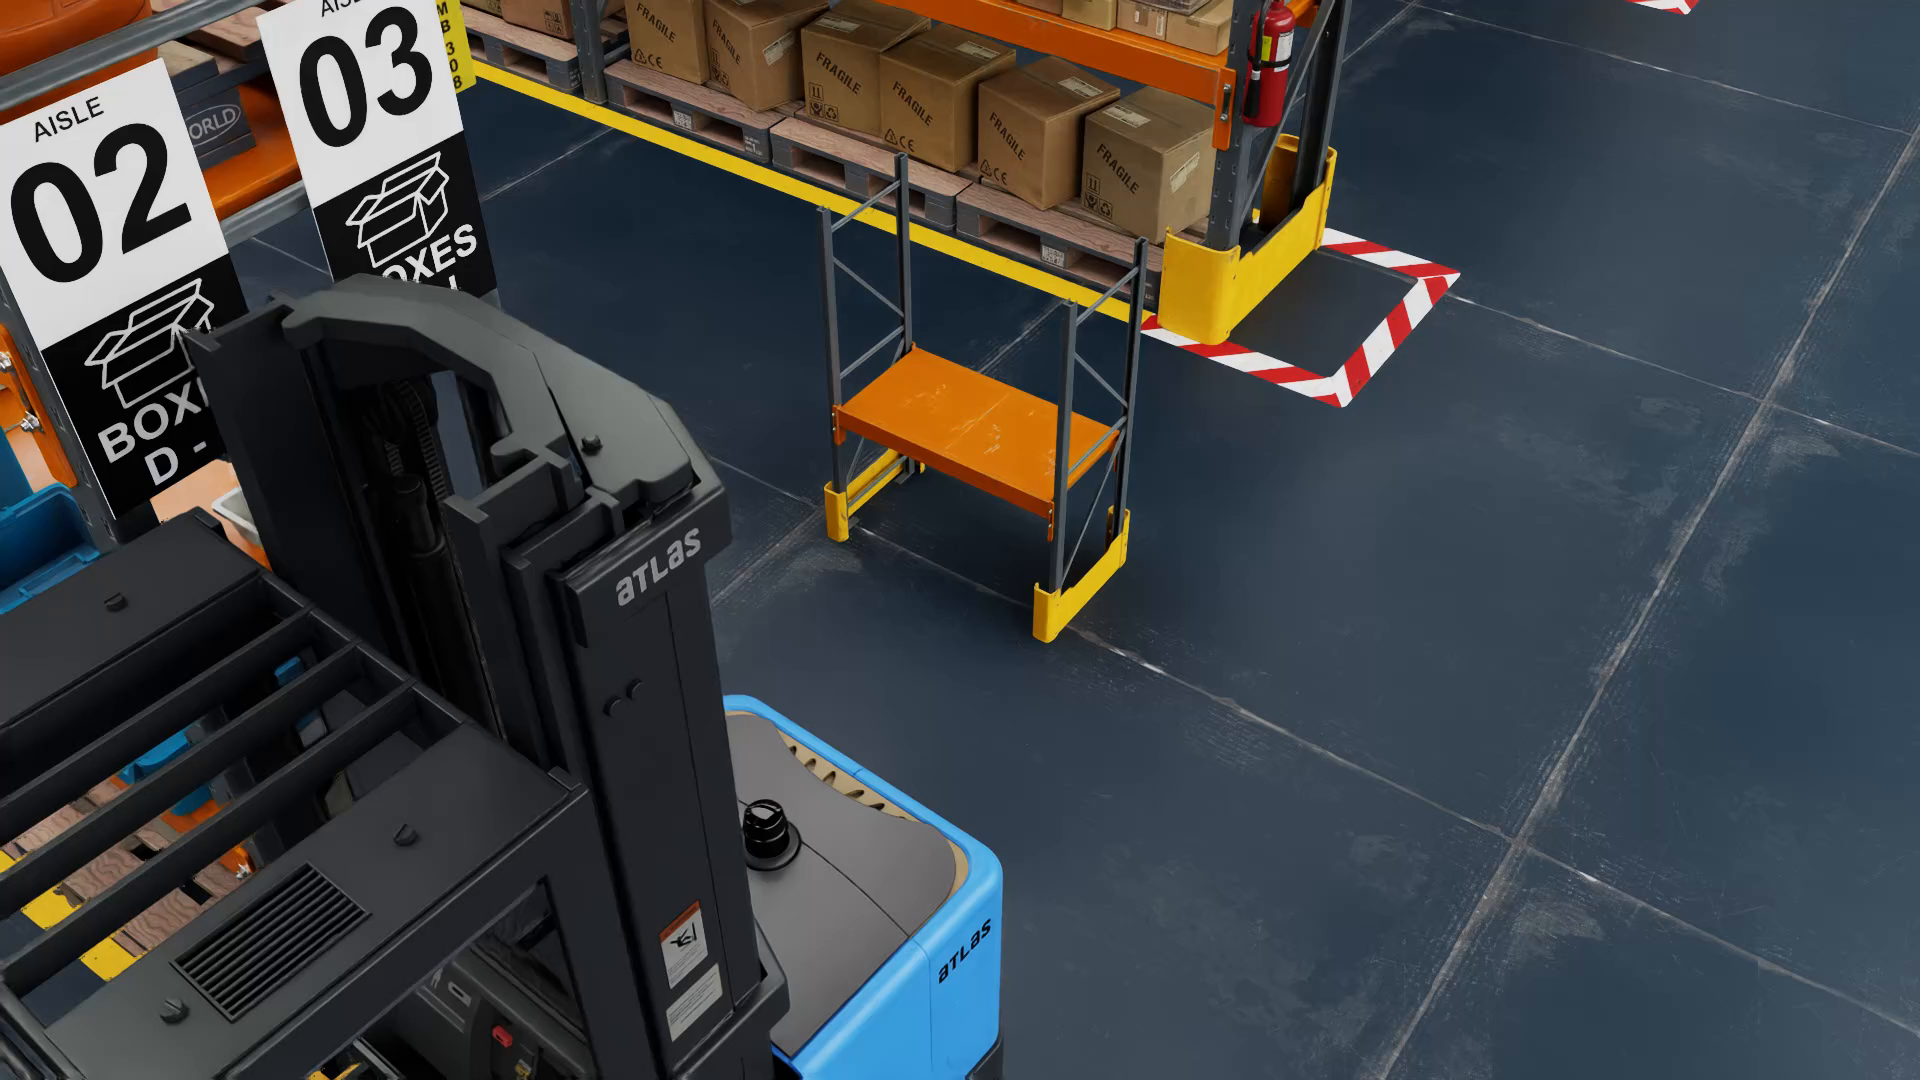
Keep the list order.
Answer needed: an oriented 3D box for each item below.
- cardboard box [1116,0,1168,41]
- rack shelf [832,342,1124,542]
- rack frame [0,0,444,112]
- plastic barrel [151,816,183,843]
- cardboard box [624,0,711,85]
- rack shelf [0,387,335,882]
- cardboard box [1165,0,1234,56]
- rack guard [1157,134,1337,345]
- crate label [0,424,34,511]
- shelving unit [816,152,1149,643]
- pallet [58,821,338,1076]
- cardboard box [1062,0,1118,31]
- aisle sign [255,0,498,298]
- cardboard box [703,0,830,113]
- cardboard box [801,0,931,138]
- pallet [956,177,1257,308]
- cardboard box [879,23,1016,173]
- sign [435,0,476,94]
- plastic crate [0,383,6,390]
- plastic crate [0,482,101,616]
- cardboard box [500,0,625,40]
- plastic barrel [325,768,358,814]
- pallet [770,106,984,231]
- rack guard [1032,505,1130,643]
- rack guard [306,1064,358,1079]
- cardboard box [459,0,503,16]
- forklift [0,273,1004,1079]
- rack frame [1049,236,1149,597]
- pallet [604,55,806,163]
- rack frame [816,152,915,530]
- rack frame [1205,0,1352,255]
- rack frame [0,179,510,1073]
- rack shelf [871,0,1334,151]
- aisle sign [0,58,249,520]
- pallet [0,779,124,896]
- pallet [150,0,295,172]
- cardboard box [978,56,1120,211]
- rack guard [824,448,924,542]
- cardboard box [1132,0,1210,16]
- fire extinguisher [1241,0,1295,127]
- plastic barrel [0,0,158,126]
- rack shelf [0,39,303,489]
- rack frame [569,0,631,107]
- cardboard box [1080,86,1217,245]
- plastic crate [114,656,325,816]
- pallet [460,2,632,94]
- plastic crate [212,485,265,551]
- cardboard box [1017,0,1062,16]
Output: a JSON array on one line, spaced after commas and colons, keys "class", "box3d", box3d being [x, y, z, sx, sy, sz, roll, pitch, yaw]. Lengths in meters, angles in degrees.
[{"class": "cardboard box", "box3d": [0.894, -2.364, 7.331, 0.250, 0.149, 0.380, 25, 48, 25]}, {"class": "rack shelf", "box3d": [0.070, -0.392, 6.333, 1.000, 0.185, 0.538, 25, 48, 25]}, {"class": "rack frame", "box3d": [-1.394, -1.897, 2.121, 0.127, 3.000, 1.000, 25, 48, 25]}, {"class": "plastic barrel", "box3d": [-2.387, 0.707, 5.261, 0.421, 0.512, 0.421, 0, 42, 0]}, {"class": "cardboard box", "box3d": [-1.520, -2.947, 9.353, 0.500, 0.500, 0.500, 24, 47, 24]}, {"class": "rack shelf", "box3d": [-3.031, -0.159, 5.217, 4.000, 0.370, 1.077, 25, 48, 25]}, {"class": "cardboard box", "box3d": [1.098, -2.268, 7.224, 0.250, 0.149, 0.380, 25, 48, 25]}, {"class": "rack guard", "box3d": [1.388, -1.463, 8.010, 0.348, 0.500, 1.175, 25, 48, 25]}, {"class": "crate label", "box3d": [-3.056, -0.231, 4.733, 0.616, 0.435, 0.502, 25, 48, 25]}, {"class": "shelving unit", "box3d": [0.062, -0.530, 6.217, 1.083, 1.500, 0.587, 25, 48, 25]}, {"class": "pallet", "box3d": [-2.145, 1.061, 5.406, 1.213, 0.211, 1.003, 25, 48, 25]}, {"class": "cardboard box", "box3d": [0.660, -2.432, 7.406, 0.250, 0.149, 0.380, 25, 48, 25]}, {"class": "aisle sign", "box3d": [-1.167, -0.762, 3.403, 0.004, 0.787, 0.394, 25, 48, 25]}, {"class": "cardboard box", "box3d": [-1.047, -2.732, 9.113, 0.500, 0.500, 0.500, -26, 48, -26]}, {"class": "cardboard box", "box3d": [-0.493, -2.537, 8.895, 0.500, 0.500, 0.500, 21, 46, 22]}, {"class": "pallet", "box3d": [0.743, -1.685, 8.475, 1.213, 0.211, 1.003, 25, 48, 25]}, {"class": "cardboard box", "box3d": [-0.062, -2.299, 8.629, 0.500, 0.500, 0.500, 30, 50, 29]}, {"class": "sign", "box3d": [-1.074, -1.081, 3.452, 0.005, 0.325, 0.100, 25, 48, 25]}, {"class": "plastic crate", "box3d": [-3.194, -0.611, 5.381, 0.437, 0.136, 0.530, 25, 48, 25]}, {"class": "plastic crate", "box3d": [-2.504, 0.114, 4.484, 0.408, 0.251, 0.499, 25, 48, 25]}, {"class": "cardboard box", "box3d": [-2.315, -3.376, 9.818, 0.500, 0.500, 0.700, 22, 46, 22]}, {"class": "plastic barrel", "box3d": [-1.976, 0.899, 5.046, 0.421, 0.512, 0.421, 0, 42, 0]}, {"class": "pallet", "box3d": [-0.251, -2.153, 8.998, 1.213, 0.211, 1.003, 25, 48, 25]}, {"class": "rack guard", "box3d": [0.470, 0.127, 6.421, 0.087, 0.250, 0.587, 25, 48, 25]}, {"class": "rack guard", "box3d": [-1.483, 1.267, 4.959, 0.348, 0.500, 1.175, 25, 48, 25]}, {"class": "cardboard box", "box3d": [-2.695, -3.569, 10.034, 0.500, 0.500, 0.700, 25, 47, 25]}, {"class": "forklift", "box3d": [-1.190, 1.084, 3.340, 1.130, 2.935, 3.031, 28, 49, 28]}, {"class": "rack frame", "box3d": [0.486, -0.332, 5.996, 0.032, 1.500, 0.500, 25, 48, 25]}, {"class": "pallet", "box3d": [-1.254, -2.620, 9.519, 1.213, 0.211, 1.003, 25, 48, 25]}, {"class": "rack frame", "box3d": [-0.346, -0.721, 6.431, 0.032, 1.500, 0.500, 25, 48, 25]}, {"class": "rack frame", "box3d": [1.450, -2.365, 7.144, 0.127, 3.000, 1.000, 25, 48, 25]}, {"class": "rack frame", "box3d": [-1.394, 0.339, 4.122, 0.127, 3.000, 1.000, 25, 48, 25]}, {"class": "rack shelf", "box3d": [-0.187, -2.863, 8.239, 4.000, 0.370, 1.077, 25, 48, 25]}, {"class": "aisle sign", "box3d": [-1.505, -0.440, 3.043, 0.004, 0.787, 0.394, 25, 48, 25]}, {"class": "pallet", "box3d": [-3.140, 0.593, 5.929, 1.213, 0.211, 1.003, 25, 48, 25]}, {"class": "pallet", "box3d": [-2.015, -1.079, 3.598, 1.213, 0.211, 1.003, 25, 48, 25]}, {"class": "cardboard box", "box3d": [0.440, -2.049, 8.350, 0.500, 0.500, 0.500, -29, 49, -28]}, {"class": "rack guard", "box3d": [-0.345, -0.255, 6.847, 0.087, 0.250, 0.587, 25, 48, 25]}, {"class": "cardboard box", "box3d": [1.016, -2.739, 7.263, 0.500, 0.500, 0.875, 25, 48, 25]}, {"class": "fire extinguisher", "box3d": [1.279, -2.041, 6.839, 0.183, 0.674, 0.296, 25, 48, 25]}, {"class": "plastic barrel", "box3d": [-1.864, -1.212, 2.969, 0.708, 0.830, 0.600, 25, 48, 25]}, {"class": "rack shelf", "box3d": [-3.031, -1.277, 4.217, 4.000, 0.370, 1.077, 25, 48, 25]}, {"class": "rack frame", "box3d": [-1.825, -3.897, 8.855, 0.127, 3.000, 1.000, 25, 48, 25]}, {"class": "cardboard box", "box3d": [0.949, -1.838, 8.115, 0.500, 0.500, 0.500, -33, 51, -31]}, {"class": "plastic crate", "box3d": [-1.975, 0.366, 4.203, 0.616, 0.251, 0.499, 25, 48, 25]}, {"class": "pallet", "box3d": [-2.463, -3.155, 10.117, 1.213, 0.211, 1.003, 25, 48, 25]}, {"class": "plastic crate", "box3d": [-1.942, -0.081, 4.789, 0.250, 0.136, 0.298, 25, 48, 25]}, {"class": "cardboard box", "box3d": [0.464, -2.536, 7.523, 0.250, 0.149, 0.380, 25, 48, 25]}]
